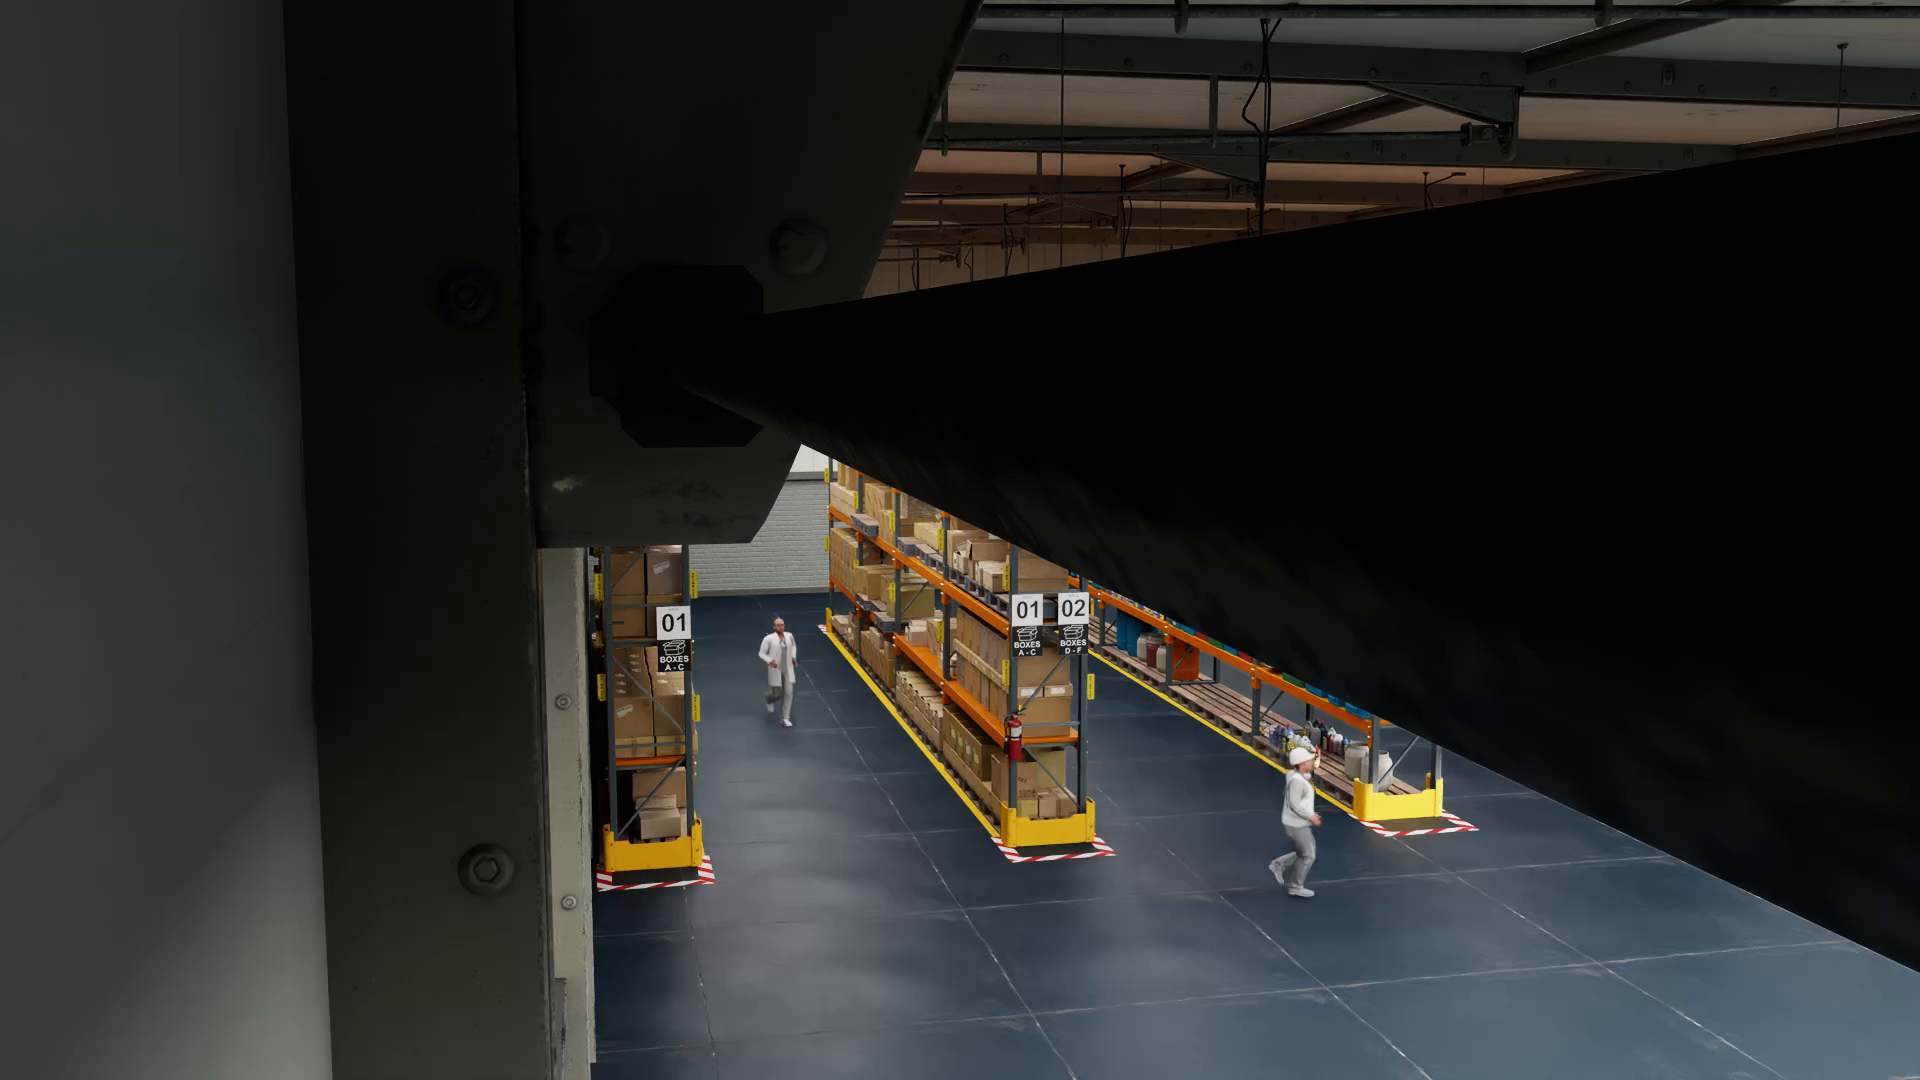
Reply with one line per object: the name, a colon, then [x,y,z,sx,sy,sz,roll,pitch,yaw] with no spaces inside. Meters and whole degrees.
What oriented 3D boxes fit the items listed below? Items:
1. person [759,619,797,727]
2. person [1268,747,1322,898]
person: [-2.986,2.184,27.685,0.712,1.764,0.851,-3,8,-27]
person: [3.831,3.223,18.998,0.585,1.737,0.668,1,7,11]
